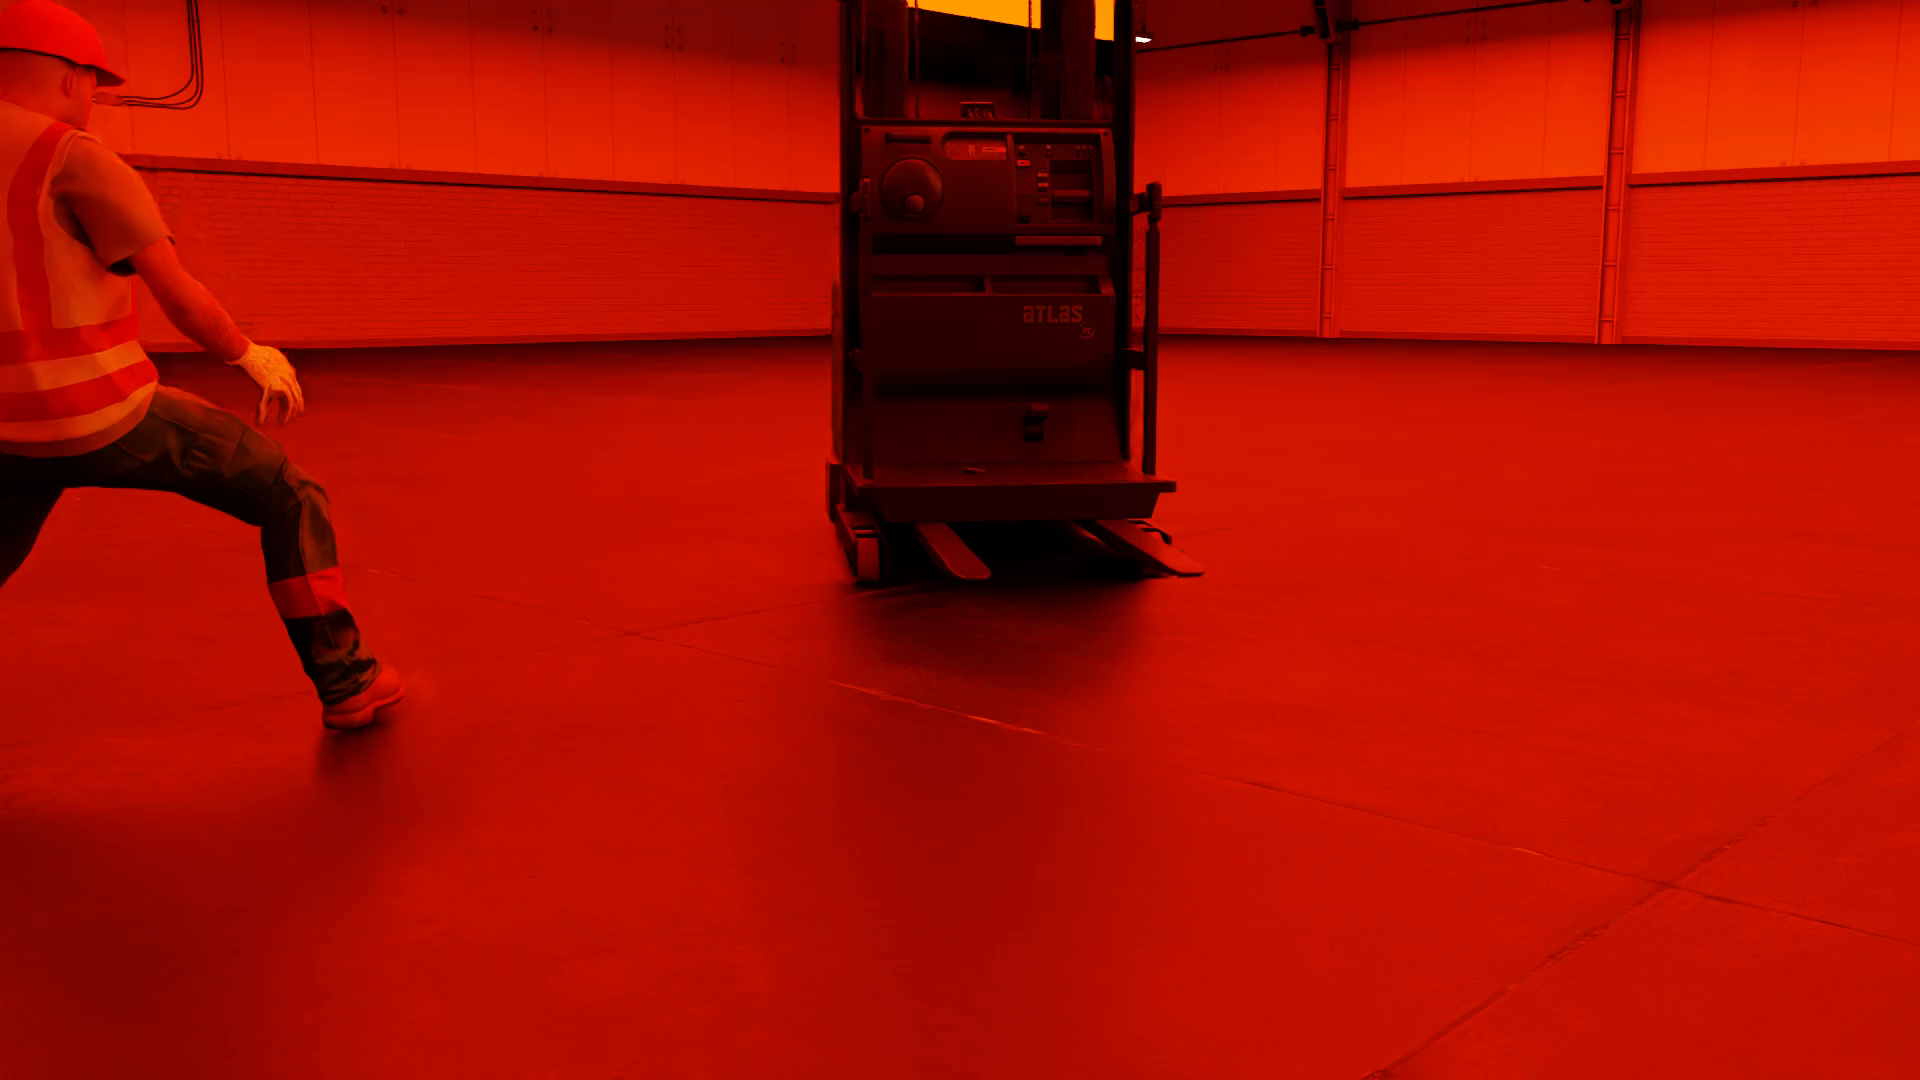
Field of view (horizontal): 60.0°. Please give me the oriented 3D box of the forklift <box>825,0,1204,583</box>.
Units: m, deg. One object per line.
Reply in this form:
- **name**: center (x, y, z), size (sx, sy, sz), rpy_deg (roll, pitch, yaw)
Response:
- **forklift**: center (0.135, -1.353, 5.862), size (1.130, 2.935, 3.031), rpy_deg (-1, 9, -8)

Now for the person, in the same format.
- **person**: center (-1.906, -0.326, 3.634), size (1.011, 1.626, 0.943), rpy_deg (3, 9, 20)
